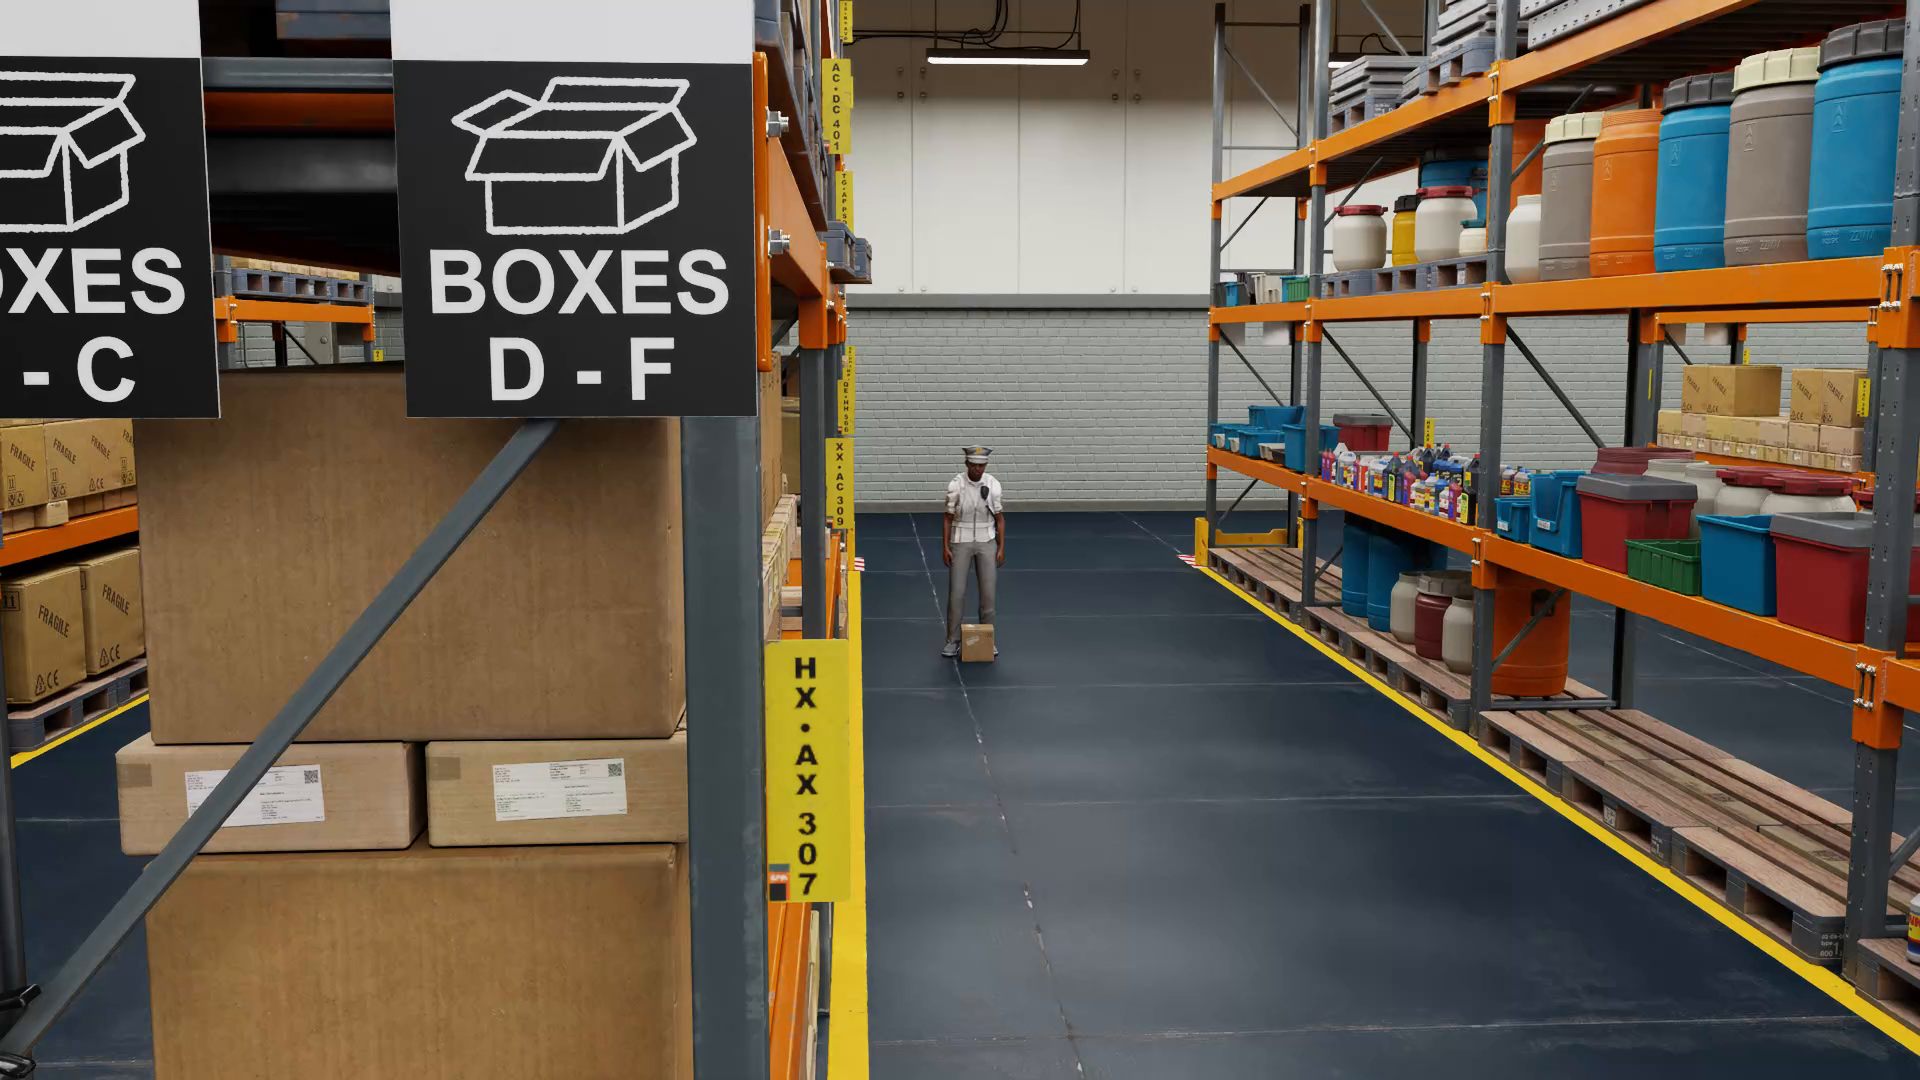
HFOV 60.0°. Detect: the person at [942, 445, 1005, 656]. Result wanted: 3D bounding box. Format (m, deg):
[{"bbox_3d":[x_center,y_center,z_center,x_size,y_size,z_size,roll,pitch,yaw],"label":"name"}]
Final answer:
[{"bbox_3d":[0.103,0.076,13.130,0.505,1.659,0.392,0,7,-3],"label":"person"}]
